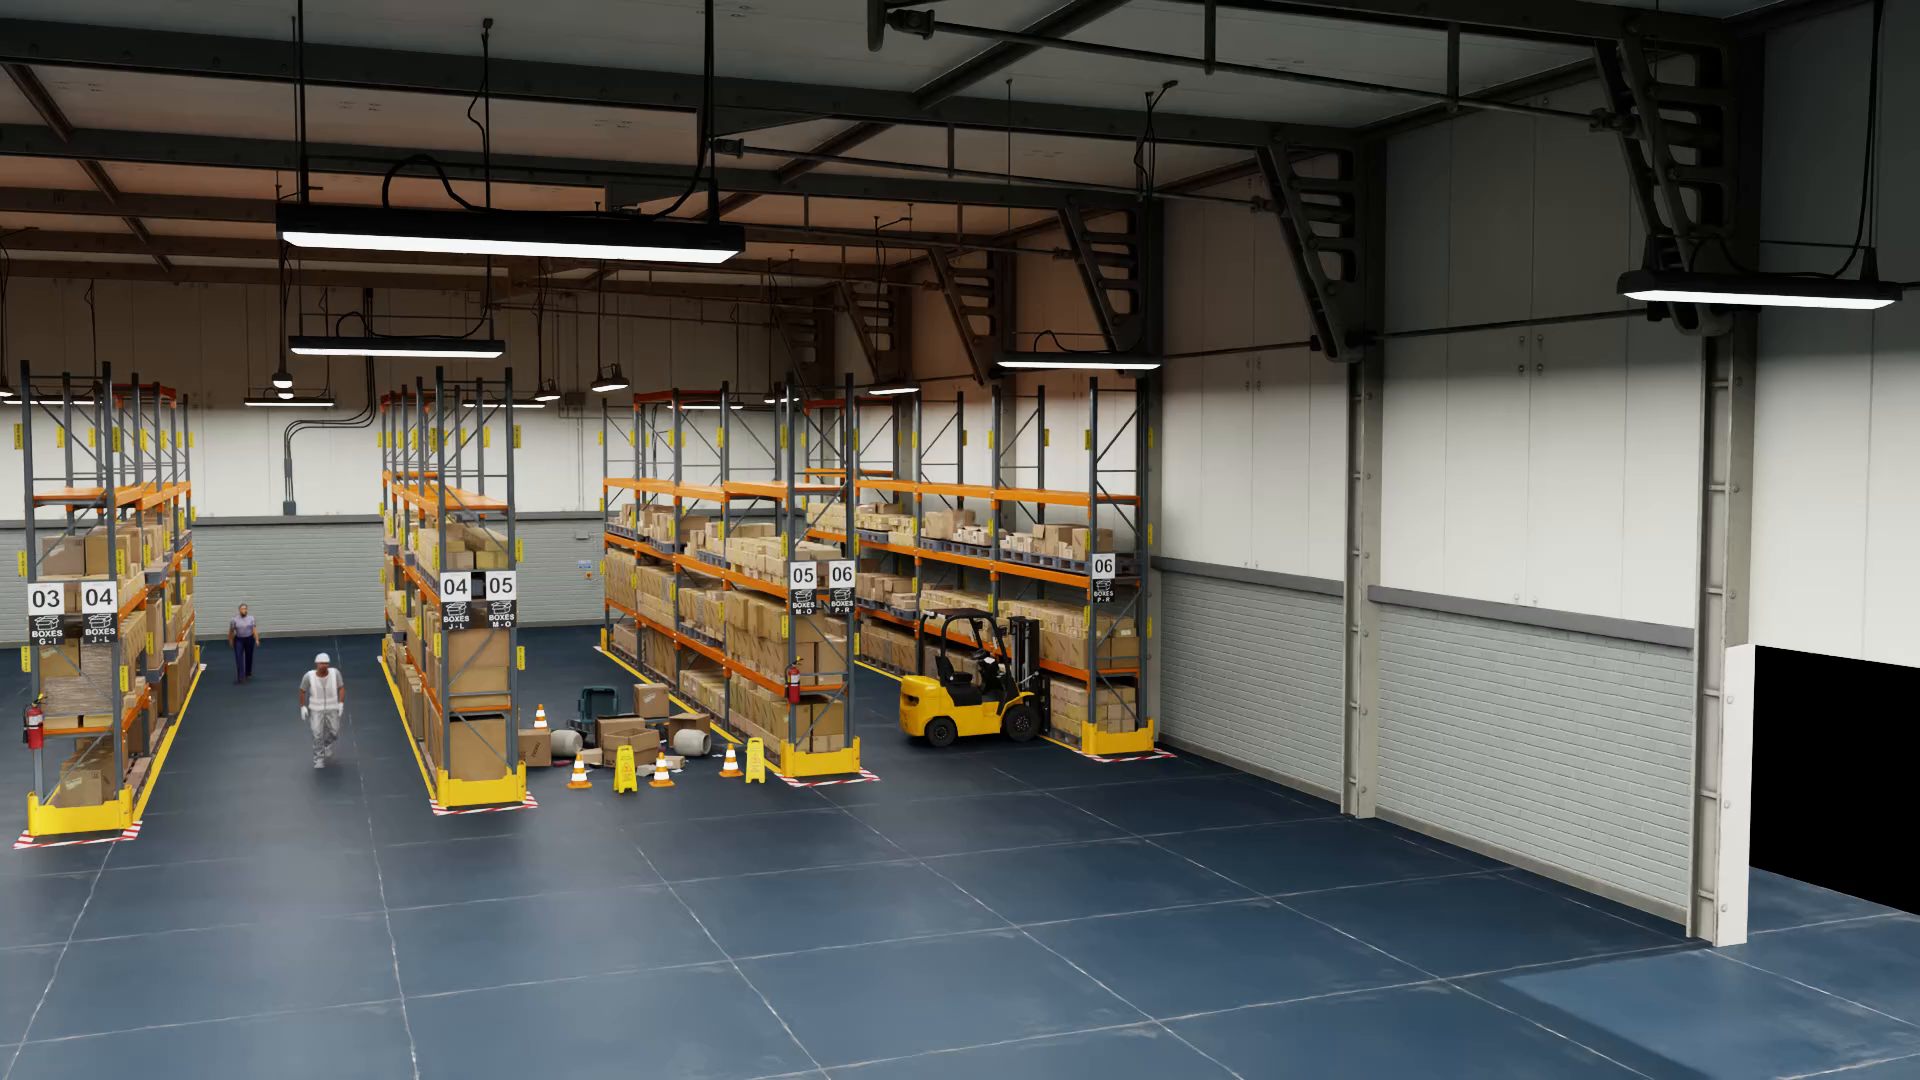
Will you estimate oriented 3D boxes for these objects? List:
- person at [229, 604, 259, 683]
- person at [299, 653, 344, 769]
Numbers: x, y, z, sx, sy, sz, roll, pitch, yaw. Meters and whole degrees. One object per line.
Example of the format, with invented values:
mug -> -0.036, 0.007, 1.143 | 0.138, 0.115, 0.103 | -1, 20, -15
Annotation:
person -> -14.874, 2.113, 34.545 | 0.565, 1.588, 1.021 | -2, 4, -25
person -> -9.816, 2.590, 25.565 | 0.634, 1.753, 0.723 | -2, 4, -29
